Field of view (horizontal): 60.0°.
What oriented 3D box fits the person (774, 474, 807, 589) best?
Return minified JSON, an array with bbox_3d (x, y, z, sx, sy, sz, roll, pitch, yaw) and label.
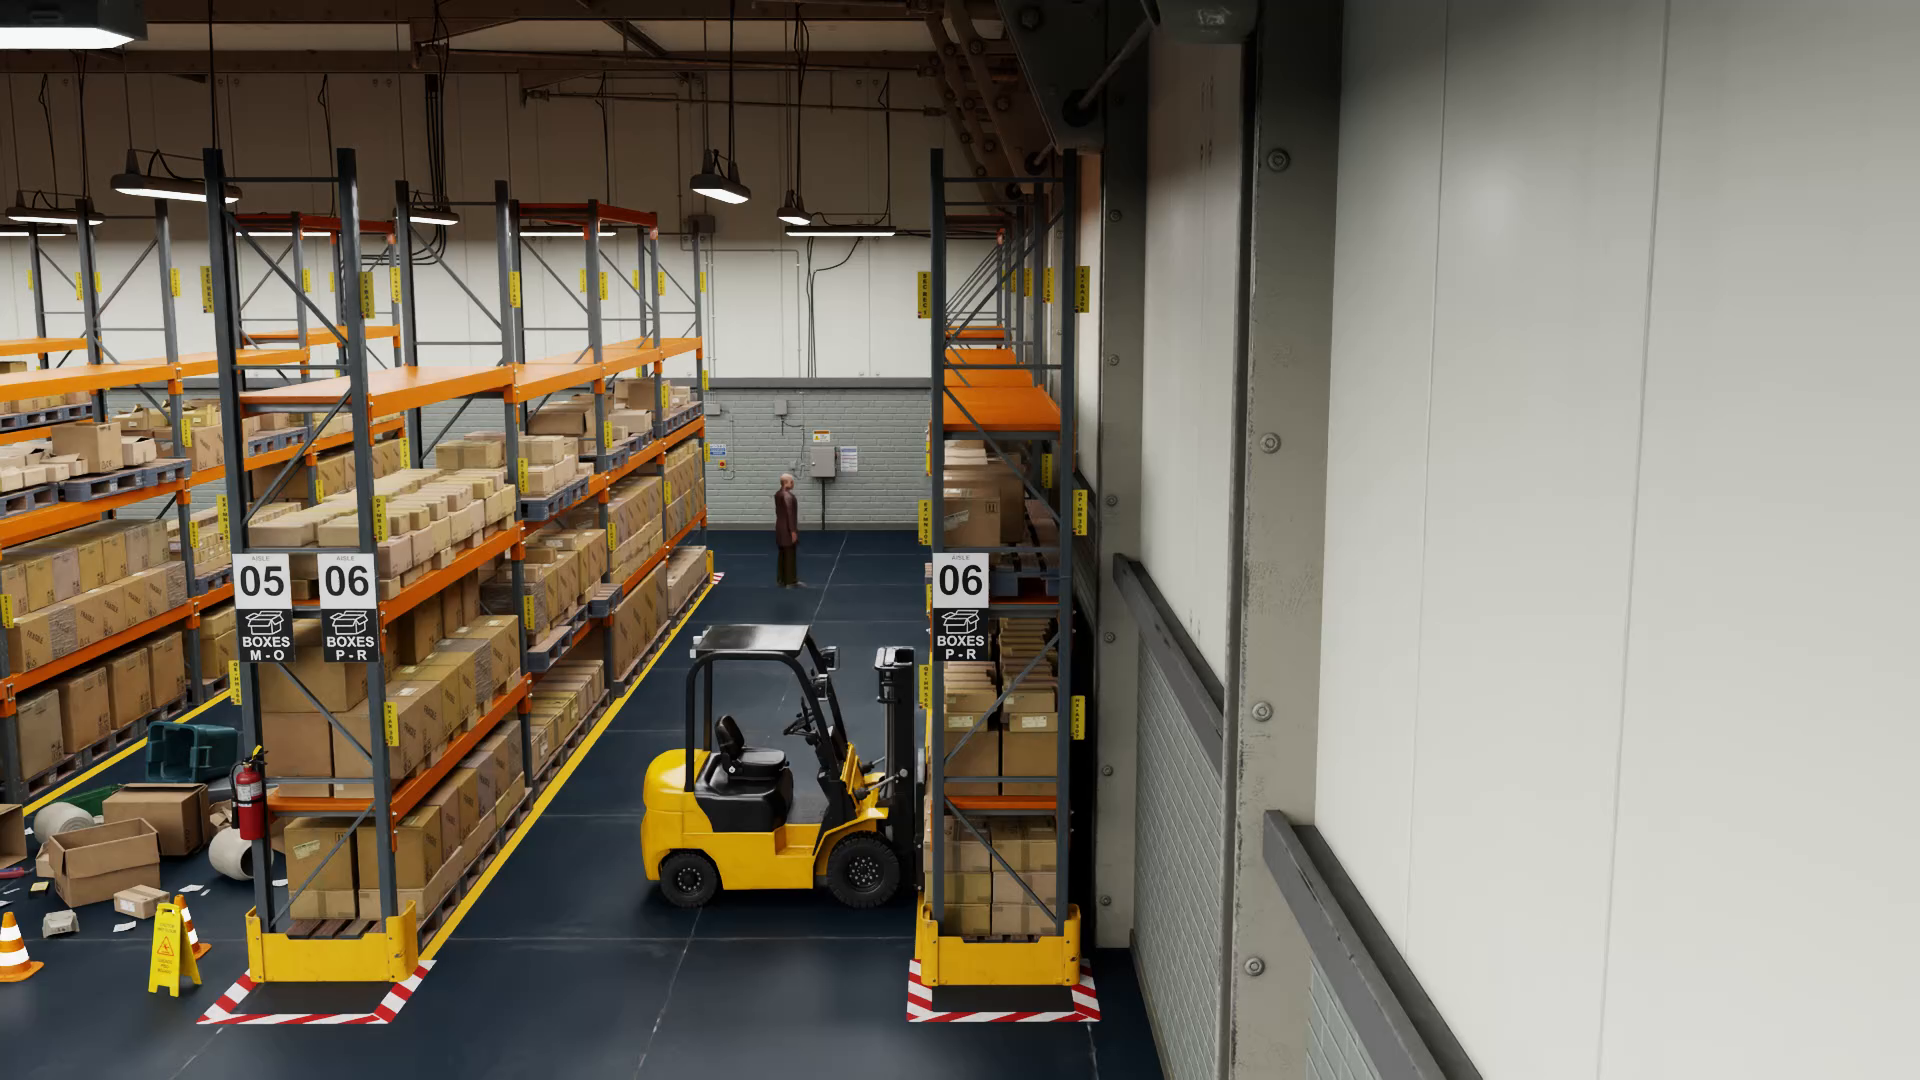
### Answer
[{"bbox_3d":[-2.632,-0.043,25.805,0.440,1.582,0.655,-4,10,-26],"label":"person"}]
